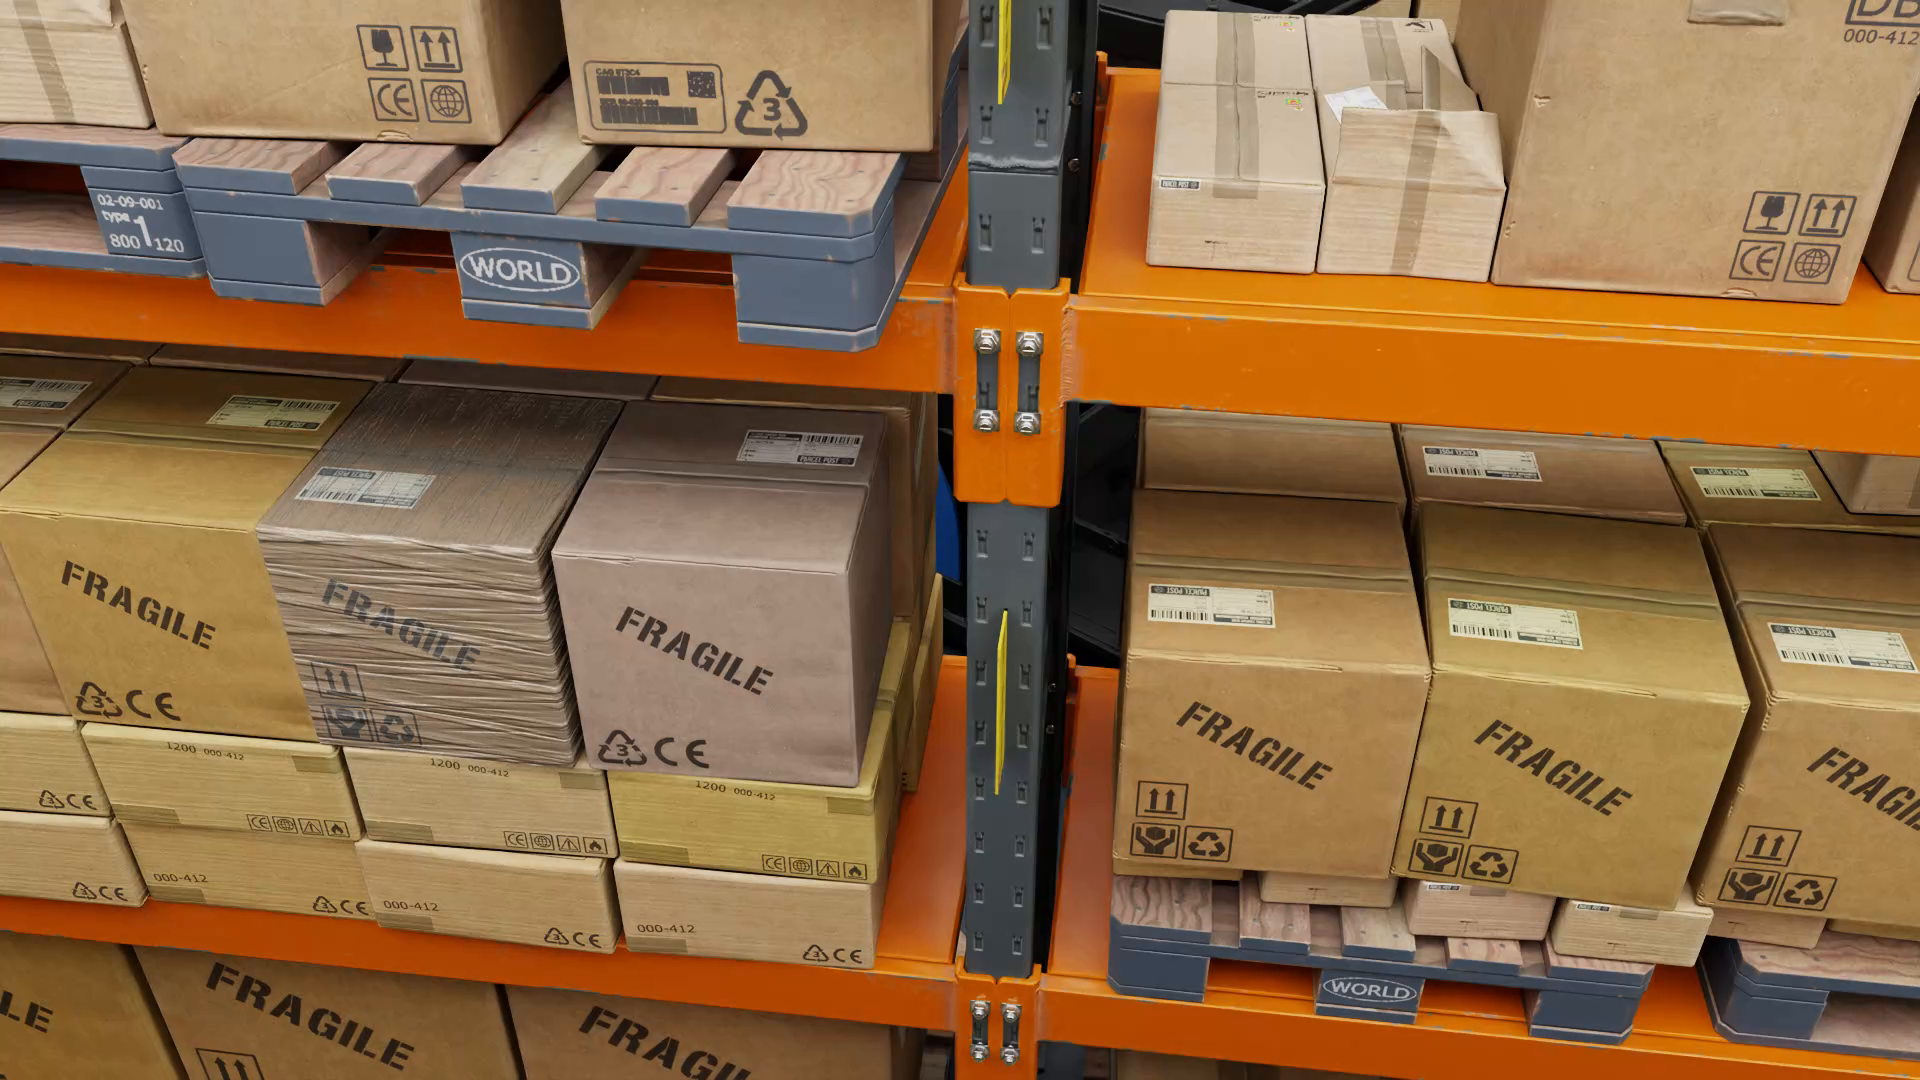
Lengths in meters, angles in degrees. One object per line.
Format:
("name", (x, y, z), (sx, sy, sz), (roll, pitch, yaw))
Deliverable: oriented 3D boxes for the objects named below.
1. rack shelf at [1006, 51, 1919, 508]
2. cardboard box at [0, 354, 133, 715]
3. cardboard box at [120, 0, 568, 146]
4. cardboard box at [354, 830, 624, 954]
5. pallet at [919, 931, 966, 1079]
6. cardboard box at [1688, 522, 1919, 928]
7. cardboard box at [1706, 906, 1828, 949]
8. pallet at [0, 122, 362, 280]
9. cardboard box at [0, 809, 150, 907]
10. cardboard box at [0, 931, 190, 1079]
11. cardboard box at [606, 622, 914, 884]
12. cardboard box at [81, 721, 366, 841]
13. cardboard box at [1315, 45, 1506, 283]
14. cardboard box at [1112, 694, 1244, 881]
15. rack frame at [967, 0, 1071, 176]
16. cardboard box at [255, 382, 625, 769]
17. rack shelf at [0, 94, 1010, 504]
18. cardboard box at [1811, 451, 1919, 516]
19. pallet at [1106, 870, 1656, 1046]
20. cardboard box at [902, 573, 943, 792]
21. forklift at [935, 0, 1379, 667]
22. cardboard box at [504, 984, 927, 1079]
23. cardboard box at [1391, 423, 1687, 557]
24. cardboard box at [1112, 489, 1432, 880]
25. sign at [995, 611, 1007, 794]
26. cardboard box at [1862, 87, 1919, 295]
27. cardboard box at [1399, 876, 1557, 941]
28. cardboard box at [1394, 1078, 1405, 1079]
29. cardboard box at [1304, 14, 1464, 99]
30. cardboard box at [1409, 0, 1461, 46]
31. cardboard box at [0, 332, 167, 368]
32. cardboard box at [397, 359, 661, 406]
("rack shelf", (2.120, -0.354, 2.700), (4.000, 0.370, 1.077), (4, 36, 6))
("cardboard box", (-1.912, -0.024, 3.255), (0.500, 0.500, 0.500), (4, 36, 5))
("cardboard box", (-0.870, -0.970, 2.497), (0.500, 0.500, 0.700), (3, 36, 4))
("cardboard box", (-0.907, 0.571, 3.497), (0.500, 0.250, 0.500), (5, 36, 7))
("pallet", (-0.636, 1.460, 4.523), (1.213, 0.211, 1.003), (4, 36, 6))
("cardboard box", (1.599, 0.330, 3.001), (0.500, 0.500, 0.500), (5, 36, 7))
("cardboard box", (1.496, 0.581, 3.208), (0.250, 0.149, 0.380), (6, 36, 9))
("pallet", (-1.619, -0.816, 2.891), (1.213, 0.211, 1.003), (6, 36, 8))
("cardboard box", (-1.914, 0.503, 3.592), (0.500, 0.250, 0.500), (4, 36, 5))
("cardboard box", (-2.309, 0.887, 4.393), (0.875, 0.875, 0.875), (5, 36, 7))
("cardboard box", (-0.376, 0.395, 3.314), (0.500, 0.250, 0.500), (4, 36, 6))
("cardboard box", (-1.396, 0.333, 3.400), (0.500, 0.250, 0.500), (3, 36, 5))
("cardboard box", (0.680, -0.599, 2.541), (0.258, 0.266, 0.396), (4, 36, 6))
("cardboard box", (0.435, 0.489, 3.337), (0.250, 0.149, 0.380), (2, 36, 3))
("rack frame", (0.136, -2.015, 1.827), (0.127, 3.000, 1.000), (4, 36, 6))
("cardboard box", (-0.920, 0.058, 3.140), (0.500, 0.500, 0.500), (5, 36, 7))
("rack shelf", (-1.847, -0.649, 3.115), (4.000, 0.370, 1.077), (4, 36, 6))
("cardboard box", (1.795, -0.212, 3.202), (0.250, 0.149, 0.380), (3, 36, 4))
("pallet", (0.857, 0.496, 3.638), (1.003, 0.211, 1.213), (4, 36, 6))
("cardboard box", (-0.317, 0.307, 3.868), (0.500, 0.250, 0.500), (4, 36, 5))
("forklift", (0.670, -0.854, 5.424), (3.031, 2.935, 1.130), (25, 43, 31))
("cardboard box", (-0.538, 1.022, 4.204), (0.875, 0.875, 0.875), (4, 36, 6))
("cardboard box", (1.137, -0.001, 3.465), (0.500, 0.500, 0.500), (4, 36, 5))
("cardboard box", (0.553, 0.261, 3.099), (0.500, 0.500, 0.500), (3, 36, 5))
("sign", (0.069, 0.275, 2.785), (0.005, 0.325, 0.100), (4, 36, 6))
("cardboard box", (1.653, -0.740, 2.534), (0.637, 0.503, 0.797), (4, 36, 6))
("cardboard box", (0.977, 0.576, 3.215), (0.250, 0.149, 0.380), (2, 36, 3))
("cardboard box", (1.428, 1.423, 4.075), (0.625, 0.372, 0.950), (4, 36, 5))
("cardboard box", (0.723, -0.776, 2.889), (0.250, 0.149, 0.380), (4, 36, 6))
("cardboard box", (2.187, -2.316, 7.111), (0.500, 0.250, 0.500), (3, 36, 5))
("cardboard box", (-1.826, -0.316, 3.664), (0.500, 0.500, 0.500), (5, 36, 7))
("cardboard box", (-0.815, -0.230, 3.543), (0.500, 0.500, 0.500), (4, 36, 6))
